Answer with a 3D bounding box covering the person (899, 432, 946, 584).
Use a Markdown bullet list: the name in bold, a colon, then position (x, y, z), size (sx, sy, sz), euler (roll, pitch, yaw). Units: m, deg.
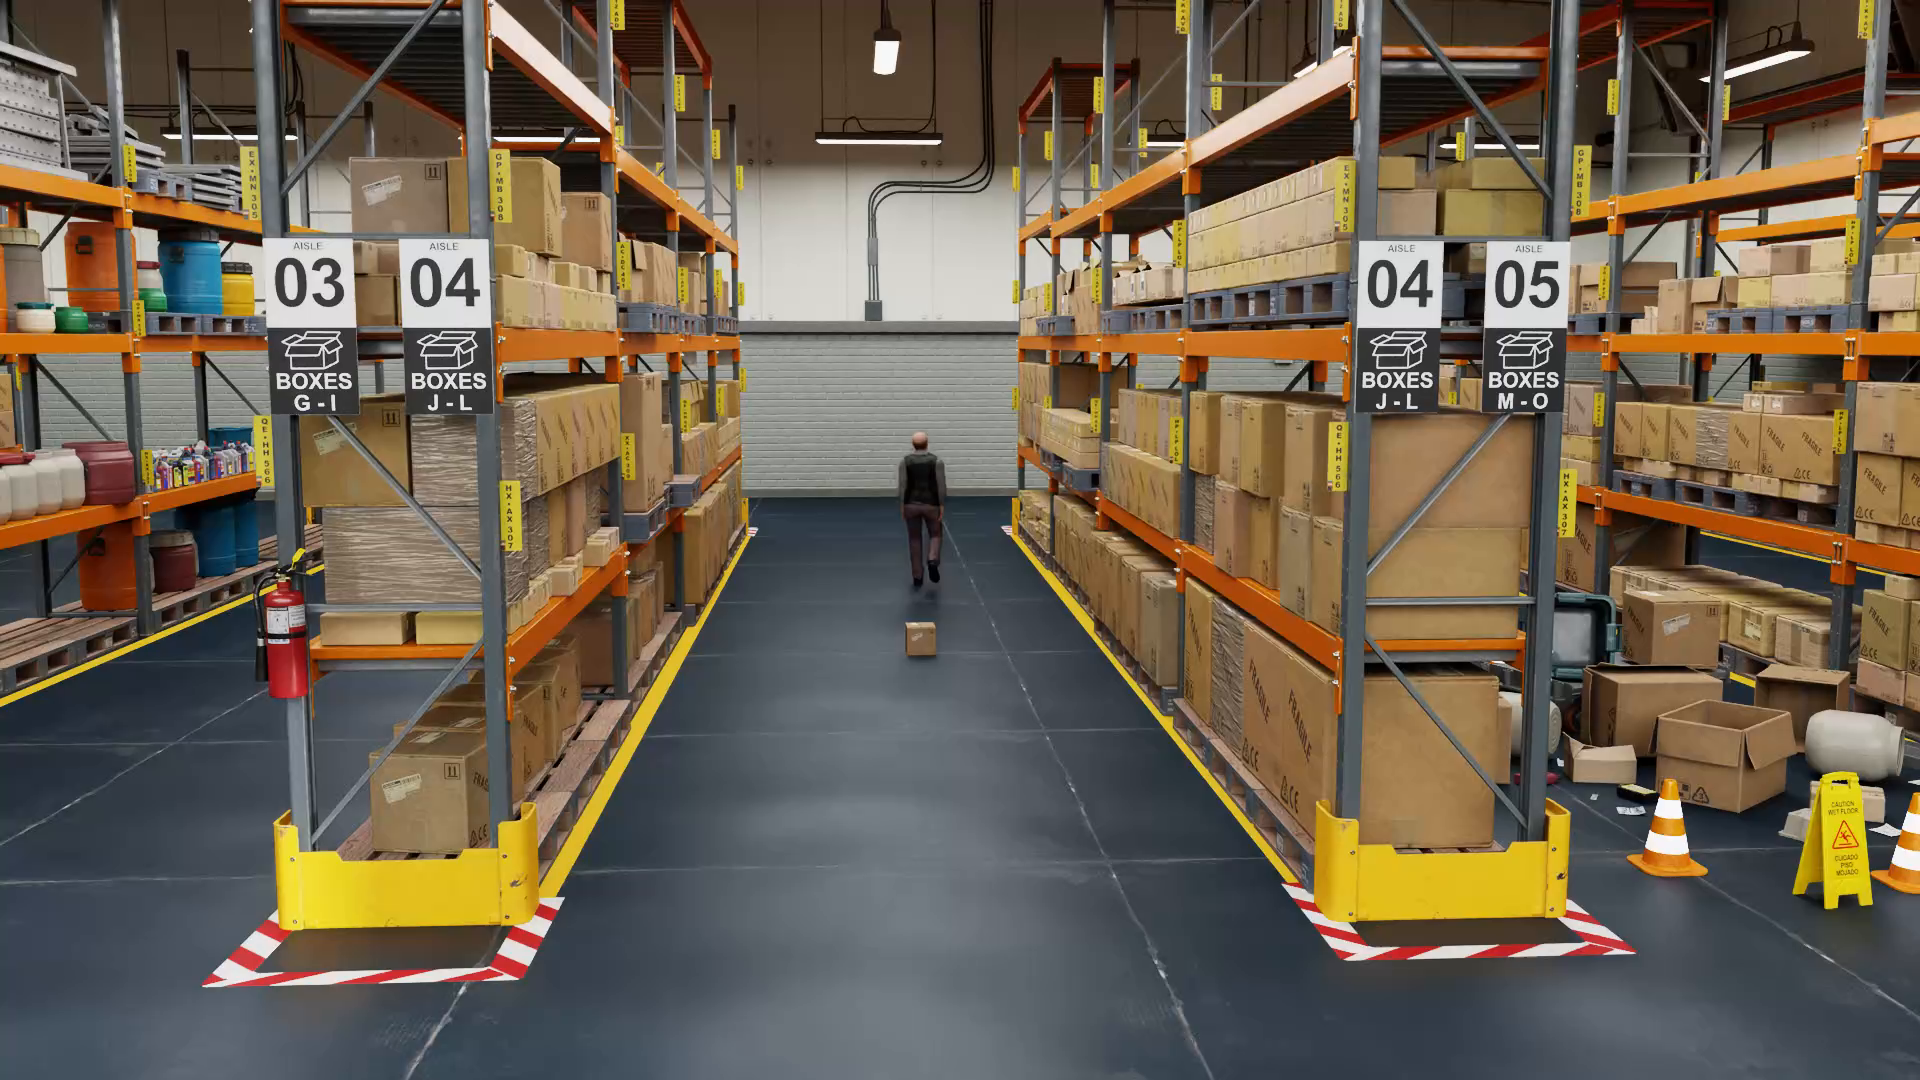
- **person**: position (-0.421, -0.361, 18.694), size (0.536, 1.711, 0.502), euler (0, 7, 1)
